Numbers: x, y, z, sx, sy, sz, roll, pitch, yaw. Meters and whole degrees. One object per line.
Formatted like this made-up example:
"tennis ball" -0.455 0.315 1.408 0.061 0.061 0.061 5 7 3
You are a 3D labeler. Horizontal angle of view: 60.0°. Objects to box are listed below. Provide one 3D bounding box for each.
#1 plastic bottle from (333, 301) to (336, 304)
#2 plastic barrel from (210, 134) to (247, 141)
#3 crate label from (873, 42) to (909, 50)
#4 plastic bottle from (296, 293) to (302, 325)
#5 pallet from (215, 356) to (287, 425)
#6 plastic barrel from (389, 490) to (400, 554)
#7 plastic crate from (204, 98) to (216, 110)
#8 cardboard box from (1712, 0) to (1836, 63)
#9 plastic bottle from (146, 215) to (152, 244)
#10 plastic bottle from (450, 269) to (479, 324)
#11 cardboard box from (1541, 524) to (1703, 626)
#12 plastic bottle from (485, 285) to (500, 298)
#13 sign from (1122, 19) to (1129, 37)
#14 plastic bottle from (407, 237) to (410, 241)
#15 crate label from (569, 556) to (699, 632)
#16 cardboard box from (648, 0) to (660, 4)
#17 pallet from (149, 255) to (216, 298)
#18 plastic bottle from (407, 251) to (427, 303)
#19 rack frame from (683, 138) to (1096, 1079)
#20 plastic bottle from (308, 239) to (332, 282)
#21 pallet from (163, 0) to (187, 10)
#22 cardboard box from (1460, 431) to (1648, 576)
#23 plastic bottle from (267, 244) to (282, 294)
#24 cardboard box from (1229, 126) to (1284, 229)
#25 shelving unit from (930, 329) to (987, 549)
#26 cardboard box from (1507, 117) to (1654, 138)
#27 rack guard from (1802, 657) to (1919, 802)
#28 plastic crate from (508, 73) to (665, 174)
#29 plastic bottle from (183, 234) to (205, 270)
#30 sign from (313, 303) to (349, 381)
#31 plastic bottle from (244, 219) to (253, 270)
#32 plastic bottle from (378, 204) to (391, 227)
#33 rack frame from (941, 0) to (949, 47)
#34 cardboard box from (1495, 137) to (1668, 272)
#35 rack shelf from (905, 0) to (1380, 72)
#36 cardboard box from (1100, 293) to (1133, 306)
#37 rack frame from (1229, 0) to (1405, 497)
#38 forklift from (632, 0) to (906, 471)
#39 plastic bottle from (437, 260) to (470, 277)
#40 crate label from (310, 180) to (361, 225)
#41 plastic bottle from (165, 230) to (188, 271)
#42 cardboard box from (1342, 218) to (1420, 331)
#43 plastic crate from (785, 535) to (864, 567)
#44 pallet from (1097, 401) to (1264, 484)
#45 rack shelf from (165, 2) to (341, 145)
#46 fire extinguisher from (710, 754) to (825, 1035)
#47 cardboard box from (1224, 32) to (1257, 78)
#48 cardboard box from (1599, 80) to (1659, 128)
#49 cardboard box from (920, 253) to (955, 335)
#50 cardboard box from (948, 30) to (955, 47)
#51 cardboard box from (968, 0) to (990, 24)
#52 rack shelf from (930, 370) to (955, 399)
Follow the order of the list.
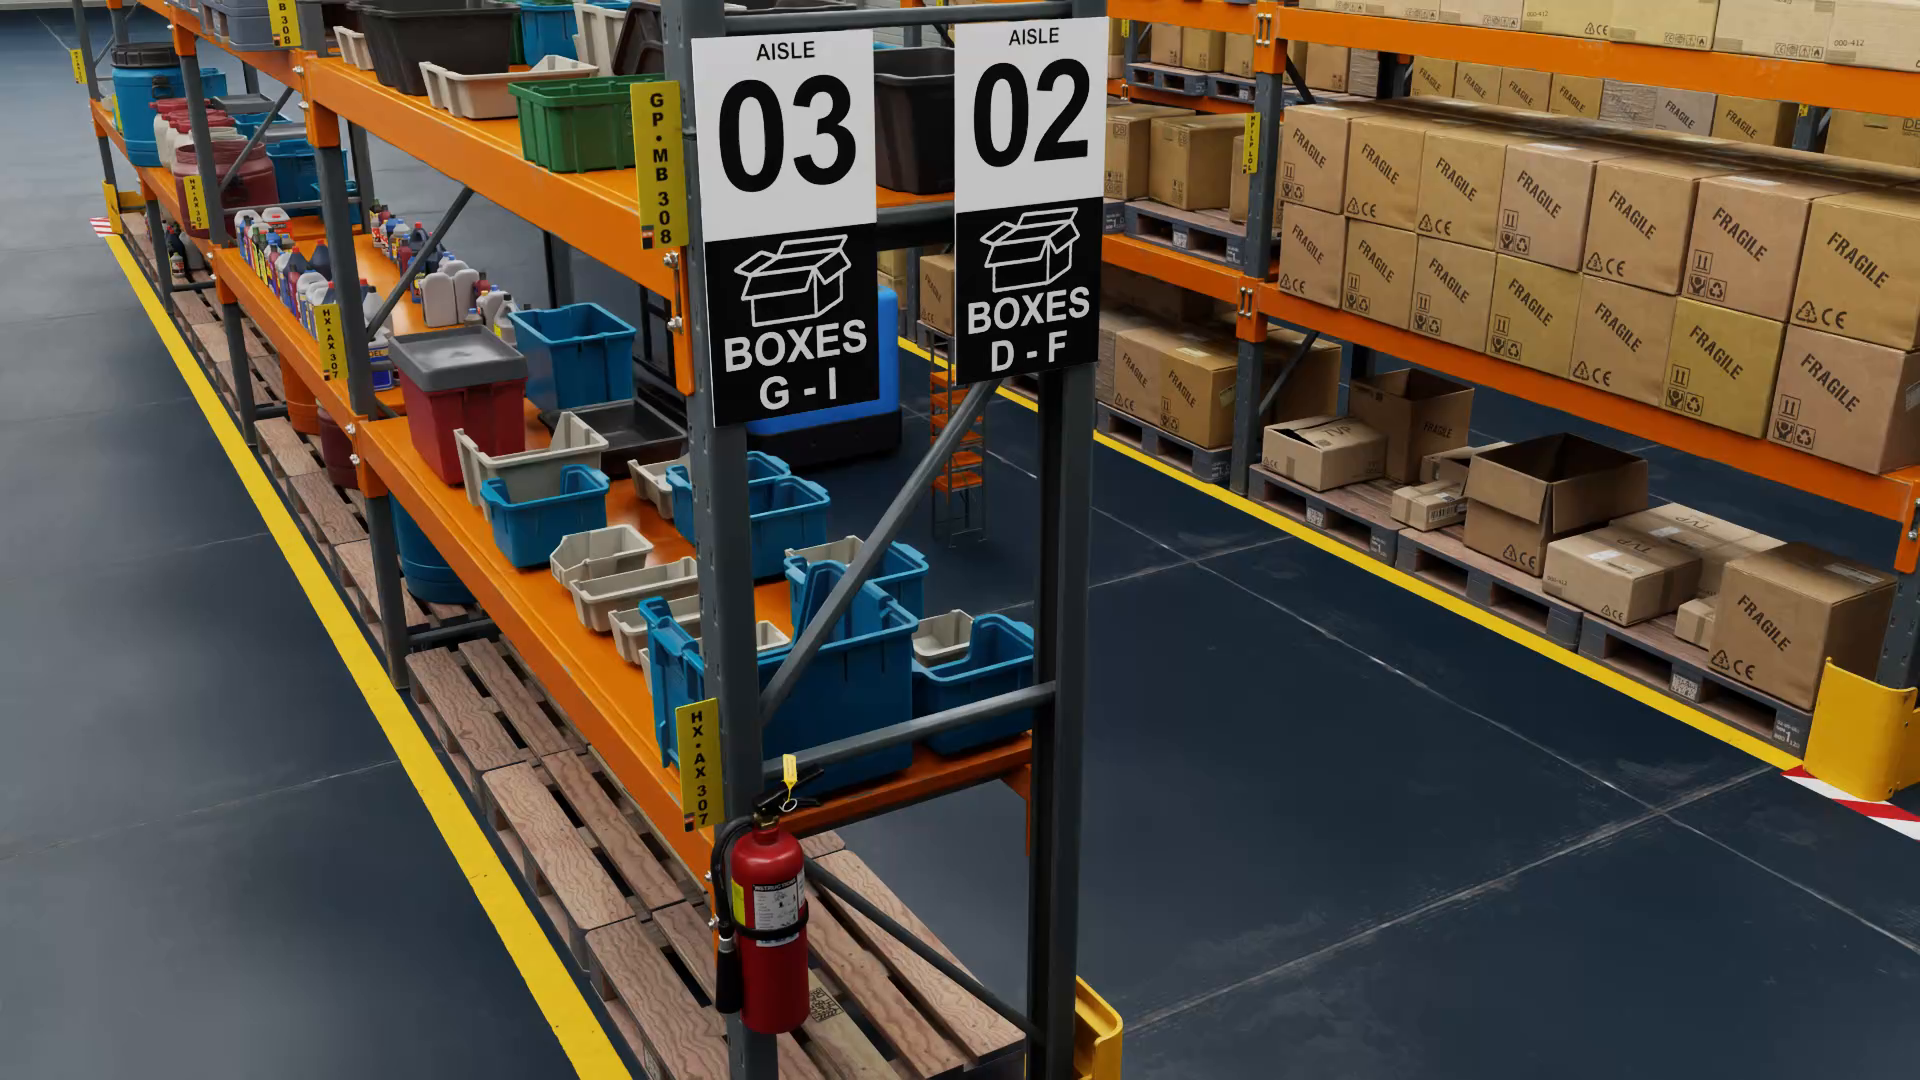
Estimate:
"plastic bottle" -2.927 -1.022 7.907 0.144 0.351 0.185 -13 25 -28
"plastic barrel" -4.929 -2.448 11.203 0.421 0.512 0.421 0 22 0
"crate label" -0.326 -1.196 4.485 0.408 0.251 0.502 -13 25 -28
"plastic bottle" -3.370 -1.216 8.582 0.097 0.201 0.097 0 22 0
"pallet" -4.582 -1.071 11.666 1.003 0.211 1.213 -13 25 -28
"plastic barrel" -2.801 -0.441 8.641 0.600 0.901 0.708 -13 25 -28
"plastic crate" -6.421 -3.565 14.180 0.767 0.338 0.504 -13 25 -28
"cardboard box" 3.392 -2.066 6.627 0.500 0.250 0.500 -13 25 -28
"plastic bottle" -7.548 -2.916 15.525 0.061 0.283 0.133 -12 25 -27
"plastic bottle" -2.558 -1.275 8.630 0.152 0.276 0.135 -13 25 -28
"cardboard box" 3.178 0.162 7.998 0.500 0.250 0.500 -13 25 -28
"plastic bottle" -2.308 -1.134 8.290 0.097 0.271 0.097 0 22 0
"sign" 1.792 -5.599 17.954 0.100 0.325 0.005 -13 25 -28
"plastic bottle" -3.187 -1.659 9.673 0.097 0.201 0.097 0 22 0
"crate label" -1.004 0.168 5.184 0.396 0.136 0.243 -13 25 -28
"cardboard box" -2.749 -5.466 16.921 0.700 0.500 0.500 -13 25 -28
"pallet" -6.570 -2.333 14.771 1.003 0.211 1.213 -13 25 -28
"plastic bottle" -2.936 -1.426 9.007 0.097 0.271 0.097 0 22 0
"rack frame" -0.133 0.485 4.134 1.000 3.000 0.127 -13 25 -28
"plastic bottle" -3.428 -1.451 8.963 0.144 0.351 0.185 -13 25 -28
"pallet" -3.913 -3.140 9.321 1.003 0.211 1.213 -13 25 -28
"cardboard box" 3.048 -0.201 8.554 0.797 0.503 0.637 -13 25 -28
"plastic bottle" -3.769 -1.501 9.191 0.097 0.271 0.097 0 22 0
"cardboard box" 2.034 -2.199 10.046 0.500 0.500 0.700 17 28 36
"shelving unit" -0.007 -0.561 9.097 0.258 1.200 0.189 -13 25 -28
"cardboard box" 3.086 -1.828 8.366 0.500 0.500 0.500 -12 25 -28
"rack guard" 4.088 0.667 7.007 1.175 0.500 0.348 -13 25 -28
"plastic crate" -0.882 -1.071 4.260 0.450 0.188 0.336 -13 25 -28
"plastic bottle" -6.716 -2.557 14.552 0.144 0.351 0.185 -13 25 -28
"sign" -2.650 -0.833 7.009 0.100 0.325 0.005 -13 25 -28
"plastic bottle" -4.148 -1.733 9.747 0.061 0.283 0.133 -13 25 -28
"plastic bottle" -3.528 -1.927 10.224 0.061 0.283 0.133 -13 25 -28
"rack frame" 0.211 -6.600 21.565 1.000 3.000 0.127 -13 25 -28
"cardboard box" 2.874 -1.564 7.714 0.500 0.500 0.500 -12 25 -27
"rack shelf" 1.062 -3.465 10.825 1.077 0.370 4.000 -13 25 -28
"cardboard box" 1.258 -1.508 11.773 0.500 0.500 0.500 -14 26 -30
"rack frame" 2.084 -1.761 9.661 1.000 3.000 0.127 -13 25 -28
"forklift" -1.551 -2.261 10.982 1.130 2.935 3.031 -13 26 -29
"plastic bottle" -2.677 -1.350 8.814 0.152 0.276 0.135 -13 25 -28
"crate label" -4.112 -2.236 11.050 0.303 0.233 0.416 -13 25 -28
"plastic bottle" -6.840 -2.529 14.484 0.144 0.351 0.185 -13 26 -30
"cardboard box" 2.374 -1.425 8.701 0.500 0.500 0.500 -12 25 -27
"plastic crate" -0.415 0.097 5.360 0.250 0.136 0.298 -13 25 -28
"pallet" 1.636 -0.725 10.816 1.003 0.211 1.213 -13 25 -28
"rack shelf" -3.198 -2.513 8.484 1.077 0.370 4.000 -13 25 -28
"fire extinguisher" -0.447 0.830 3.884 0.296 0.674 0.183 -13 25 -28
"cardboard box" 3.127 -4.994 16.898 0.700 0.500 0.500 -9 24 -21
"cardboard box" 5.370 -3.337 12.984 0.500 0.500 0.500 -13 25 -28
"cardboard box" 0.028 -1.900 12.737 0.500 0.500 0.500 -11 25 -26
"cardboard box" 0.187 -6.321 21.051 0.500 0.250 0.500 -13 26 -30
"cardboard box" 0.440 -6.513 20.528 0.500 0.500 0.500 -13 25 -28
"rack shelf" -0.007 -0.853 8.978 0.258 0.103 0.180 -13 25 -28
